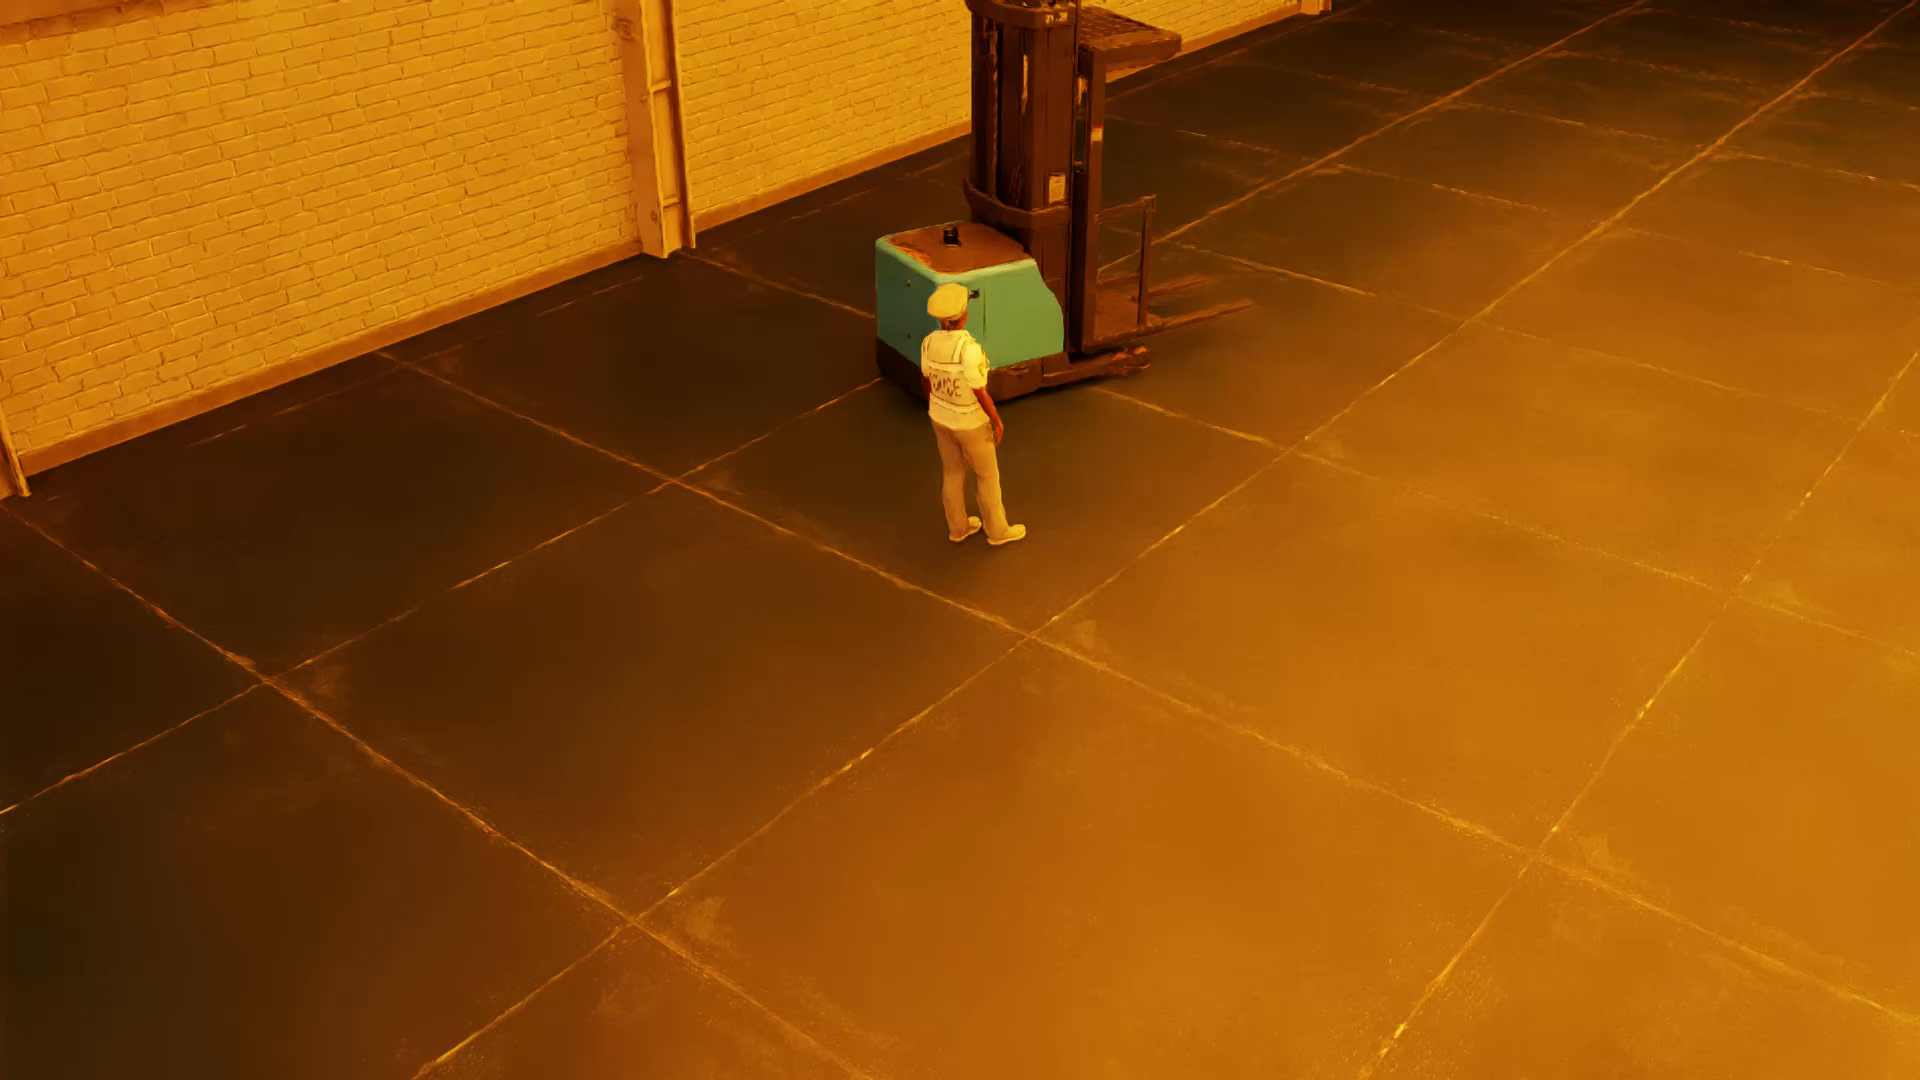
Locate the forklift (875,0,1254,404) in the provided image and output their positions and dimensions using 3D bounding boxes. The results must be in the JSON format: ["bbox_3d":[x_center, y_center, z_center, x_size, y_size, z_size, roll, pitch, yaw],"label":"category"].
[{"bbox_3d":[0.890,-2.732,12.270,3.031,2.935,1.130,-17,34,-26],"label":"forklift"}]

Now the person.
[{"bbox_3d":[0.062,-0.762,10.108,0.570,1.695,0.529,22,37,33],"label":"person"}]
